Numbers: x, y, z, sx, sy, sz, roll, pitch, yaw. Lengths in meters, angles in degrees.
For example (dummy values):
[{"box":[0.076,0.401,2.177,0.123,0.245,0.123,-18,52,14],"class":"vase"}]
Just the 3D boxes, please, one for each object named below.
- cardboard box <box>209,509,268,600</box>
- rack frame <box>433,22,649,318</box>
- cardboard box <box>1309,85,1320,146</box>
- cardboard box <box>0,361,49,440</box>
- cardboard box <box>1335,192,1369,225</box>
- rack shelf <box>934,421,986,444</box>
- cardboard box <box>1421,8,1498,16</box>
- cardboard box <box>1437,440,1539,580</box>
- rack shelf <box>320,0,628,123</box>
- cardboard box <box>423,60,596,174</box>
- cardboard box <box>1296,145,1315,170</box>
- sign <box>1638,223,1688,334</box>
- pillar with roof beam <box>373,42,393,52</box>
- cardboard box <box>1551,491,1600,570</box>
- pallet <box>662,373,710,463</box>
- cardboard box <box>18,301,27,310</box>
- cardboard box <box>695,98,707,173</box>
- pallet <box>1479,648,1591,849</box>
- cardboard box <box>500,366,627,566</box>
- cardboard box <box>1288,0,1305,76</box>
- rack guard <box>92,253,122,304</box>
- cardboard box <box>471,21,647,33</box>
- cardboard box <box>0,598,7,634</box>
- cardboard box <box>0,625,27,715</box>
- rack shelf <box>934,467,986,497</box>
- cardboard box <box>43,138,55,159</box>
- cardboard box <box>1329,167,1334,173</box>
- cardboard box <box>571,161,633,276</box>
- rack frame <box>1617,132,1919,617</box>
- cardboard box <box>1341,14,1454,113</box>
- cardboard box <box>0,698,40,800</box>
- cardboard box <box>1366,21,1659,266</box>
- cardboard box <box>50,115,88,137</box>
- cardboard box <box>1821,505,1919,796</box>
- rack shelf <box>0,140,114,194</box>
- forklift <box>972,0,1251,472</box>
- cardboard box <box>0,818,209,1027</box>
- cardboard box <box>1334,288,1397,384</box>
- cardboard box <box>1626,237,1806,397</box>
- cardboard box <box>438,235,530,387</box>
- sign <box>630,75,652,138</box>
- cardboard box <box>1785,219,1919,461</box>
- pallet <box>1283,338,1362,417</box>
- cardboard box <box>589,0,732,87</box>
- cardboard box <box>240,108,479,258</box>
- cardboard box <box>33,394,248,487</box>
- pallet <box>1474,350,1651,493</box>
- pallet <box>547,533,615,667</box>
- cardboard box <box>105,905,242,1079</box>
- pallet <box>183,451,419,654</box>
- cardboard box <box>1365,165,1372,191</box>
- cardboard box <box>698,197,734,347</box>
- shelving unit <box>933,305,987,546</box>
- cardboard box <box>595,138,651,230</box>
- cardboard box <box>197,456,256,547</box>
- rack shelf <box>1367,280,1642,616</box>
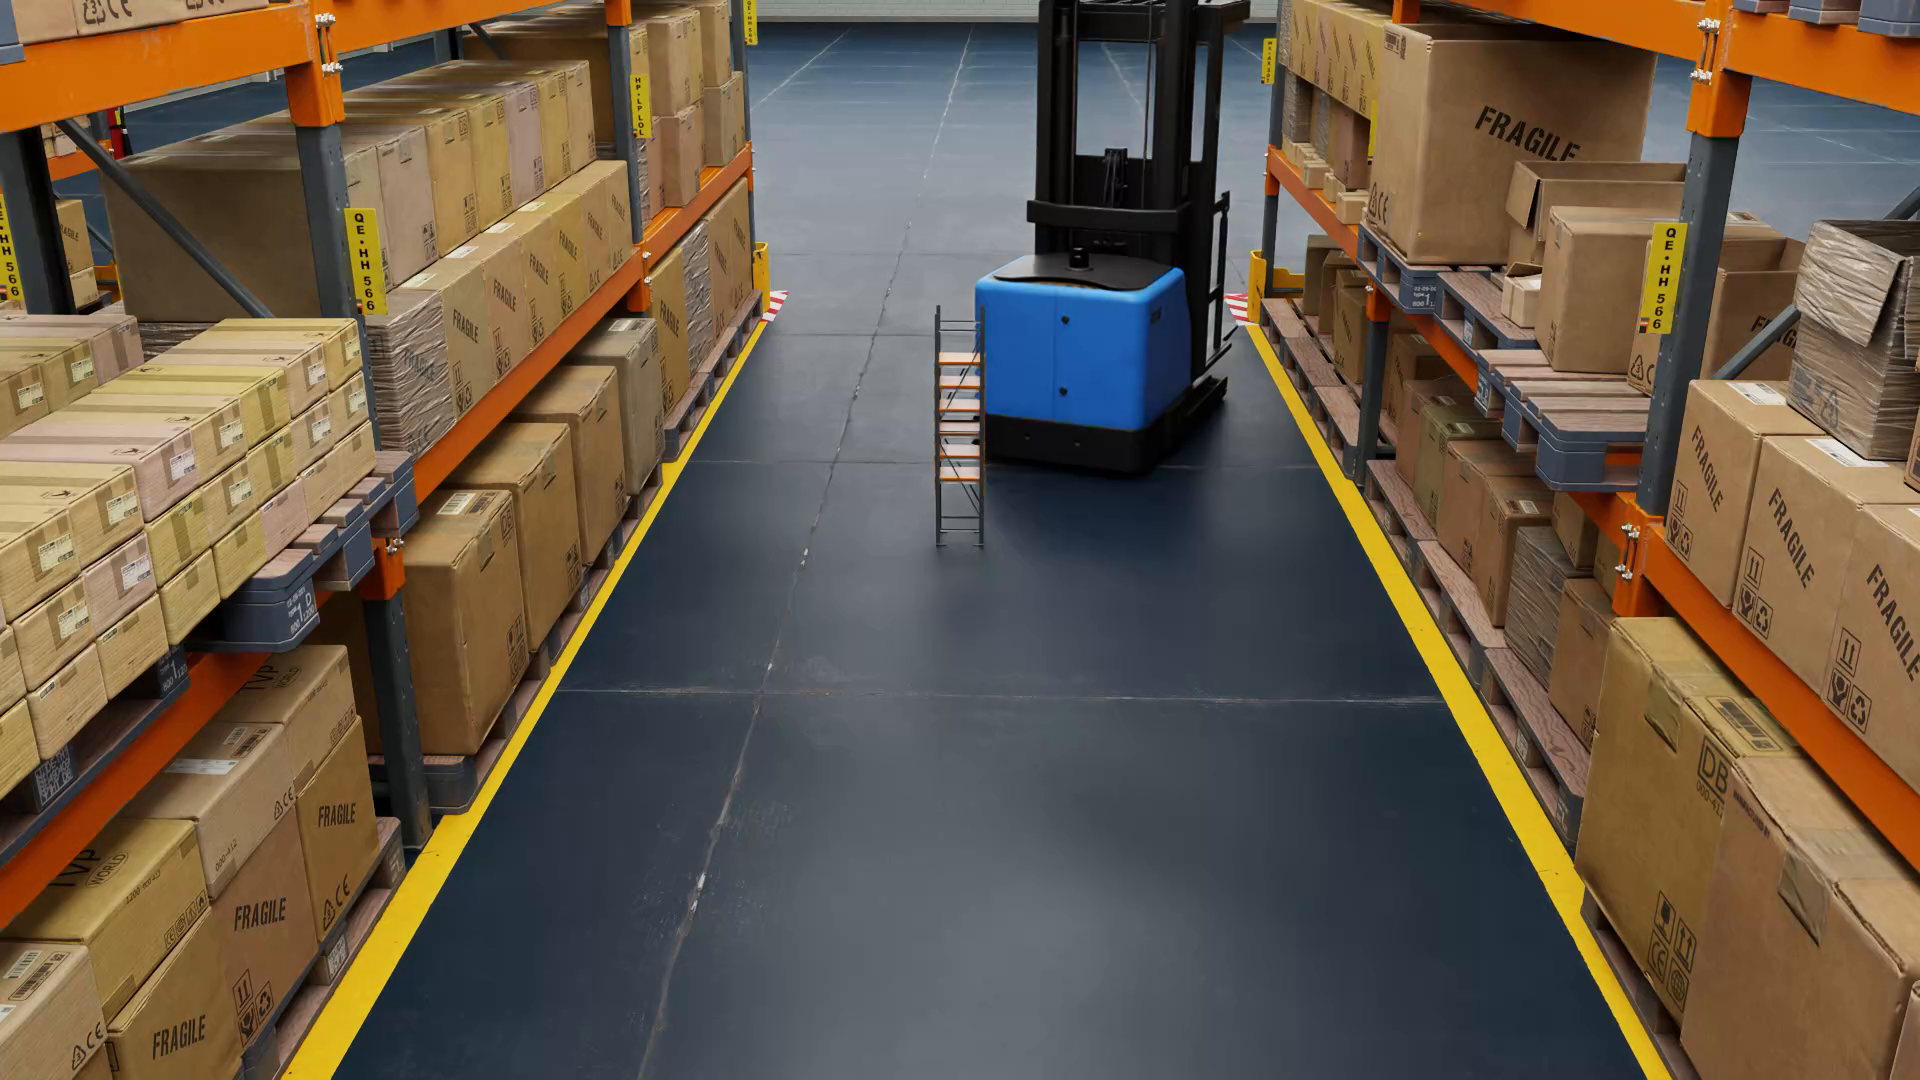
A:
[{"box":[-1.941,0.031,4.070,0.380,0.149,0.250,0,21,1],"class":"cardboard box"},{"box":[-2.236,-1.793,9.004,1.000,3.000,0.127,1,21,2],"class":"rack frame"},{"box":[2.901,-2.953,11.444,0.875,0.500,0.500,1,21,2],"class":"cardboard box"},{"box":[-2.583,-0.352,4.234,0.380,0.149,0.250,1,21,1],"class":"cardboard box"},{"box":[2.412,-1.938,9.723,0.380,0.149,0.250,1,21,2],"class":"cardboard box"},{"box":[0.000,-0.523,8.341,0.258,0.103,0.180,1,21,2],"class":"rack shelf"},{"box":[3.016,-2.875,9.860,0.500,0.500,0.500,1,21,2],"class":"cardboard box"},{"box":[2.629,-0.146,7.605,0.700,0.500,0.500,-1,21,-3],"class":"cardboard box"},{"box":[-2.297,-2.133,6.728,1.077,0.370,4.000,1,21,2],"class":"rack shelf"},{"box":[-2.245,-2.126,8.342,0.700,0.500,0.500,0,21,1],"class":"cardboard box"},{"box":[2.557,-2.660,11.585,0.380,0.149,0.250,1,21,2],"class":"cardboard box"},{"box":[2.054,-0.761,4.853,0.100,0.325,0.005,1,21,2],"class":"sign"},{"box":[-7.916,-14.496,33.449,9.100,9.000,0.400,1,21,2],"class":"pillar with roof beam"},{"box":[2.593,-0.080,6.398,0.500,0.250,0.500,3,21,8],"class":"cardboard box"},{"box":[-2.135,-0.767,10.215,1.003,0.211,1.213,1,21,2],"class":"pallet"},{"box":[-6.844,-1.689,11.956,0.500,0.250,0.500,1,21,2],"class":"cardboard box"},{"box":[-2.218,-2.775,11.326,0.875,0.550,0.550,1,21,2],"class":"cardboard box"},{"box":[2.622,0.762,6.274,1.003,0.211,1.213,1,21,2],"class":"pallet"},{"box":[-2.198,-0.366,7.855,1.050,0.750,0.750,1,21,2],"class":"cardboard box"},{"box":[2.529,-3.423,11.273,0.500,0.500,0.500,1,21,2],"class":"cardboard box"},{"box":[-7.067,-2.065,13.159,1.175,0.500,0.348,1,21,2],"class":"rack guard"},{"box":[-2.290,-2.700,9.640,0.875,0.550,0.550,1,21,2],"class":"cardboard box"},{"box":[-1.969,0.138,2.970,0.380,0.149,0.250,1,21,4],"class":"cardboard box"},{"box":[-1.973,0.270,3.042,0.380,0.149,0.250,0,21,1],"class":"cardboard box"},{"box":[0.000,-0.299,8.428,0.258,0.103,0.180,1,21,2],"class":"rack shelf"},{"box":[-6.789,-2.818,11.991,0.380,0.149,0.250,0,21,1],"class":"cardboard box"},{"box":[2.576,-2.298,10.651,0.380,0.149,0.250,1,21,2],"class":"cardboard box"},{"box":[-1.985,-1.648,8.492,0.500,0.500,0.500,1,21,1],"class":"cardboard box"},{"box":[2.597,-0.256,5.042,1.000,3.000,0.127,1,21,2],"class":"rack frame"},{"box":[2.471,-2.700,9.410,0.500,0.500,0.500,1,21,2],"class":"cardboard box"},{"box":[-1.973,0.411,3.090,0.380,0.149,0.250,0,21,1],"class":"cardboard box"},{"box":[2.555,-1.892,7.848,1.000,1.000,1.000,1,21,2],"class":"cardboard box"},{"box":[-6.806,-3.244,12.192,0.500,0.500,0.500,0,21,1],"class":"cardboard box"},{"box":[2.285,0.242,3.620,0.500,0.500,0.500,0,21,1],"class":"cardboard box"},{"box":[-7.126,-2.199,11.044,1.077,0.370,4.000,1,21,2],"class":"rack shelf"},{"box":[1.099,-2.248,10.270,1.130,2.935,3.031,8,23,21],"class":"forklift"},{"box":[-2.152,0.889,3.928,0.500,0.250,0.500,1,21,3],"class":"cardboard box"},{"box":[2.721,-1.309,10.632,0.500,0.500,0.500,-1,21,-3],"class":"cardboard box"},{"box":[2.573,-0.694,5.452,0.500,0.500,0.500,-2,21,-5],"class":"cardboard box"},{"box":[-2.046,-0.919,6.613,0.500,0.500,0.500,1,21,2],"class":"cardboard box"},{"box":[-1.693,-2.294,8.803,0.100,0.325,0.005,1,21,2],"class":"sign"},{"box":[2.559,-0.506,4.161,0.797,0.503,0.637,1,21,3],"class":"cardboard box"},{"box":[2.738,-1.088,11.040,1.003,0.211,1.213,1,21,2],"class":"pallet"},{"box":[-2.089,-3.479,11.649,0.875,0.550,0.550,1,21,2],"class":"cardboard box"},{"box":[-2.307,-1.390,6.445,0.700,0.500,0.500,0,21,1],"class":"cardboard box"},{"box":[-1.937,-0.239,3.942,0.380,0.149,0.250,1,21,3],"class":"cardboard box"},{"box":[2.512,-0.425,5.744,1.213,0.211,1.003,1,21,2],"class":"pallet"},{"box":[-2.218,0.229,7.647,1.003,0.211,1.213,1,21,2],"class":"pallet"},{"box":[-2.136,1.242,4.055,0.500,0.500,0.500,0,21,-1],"class":"cardboard box"},{"box":[-2.273,0.001,4.644,1.213,0.211,1.003,1,21,2],"class":"pallet"},{"box":[2.845,-2.230,9.580,0.875,0.500,0.500,1,21,2],"class":"cardboard box"},{"box":[-2.094,-1.881,11.586,0.875,0.875,0.875,0,21,1],"class":"cardboard box"},{"box":[0.000,-0.565,8.325,0.258,1.200,0.189,1,21,2],"class":"shelving unit"},{"box":[-2.237,-1.997,9.321,0.875,0.550,0.550,1,21,2],"class":"cardboard box"},{"box":[-1.937,-0.099,3.992,0.380,0.149,0.250,1,21,2],"class":"cardboard box"},{"box":[2.658,-0.644,7.036,1.077,0.370,4.000,1,21,2],"class":"rack shelf"}]
